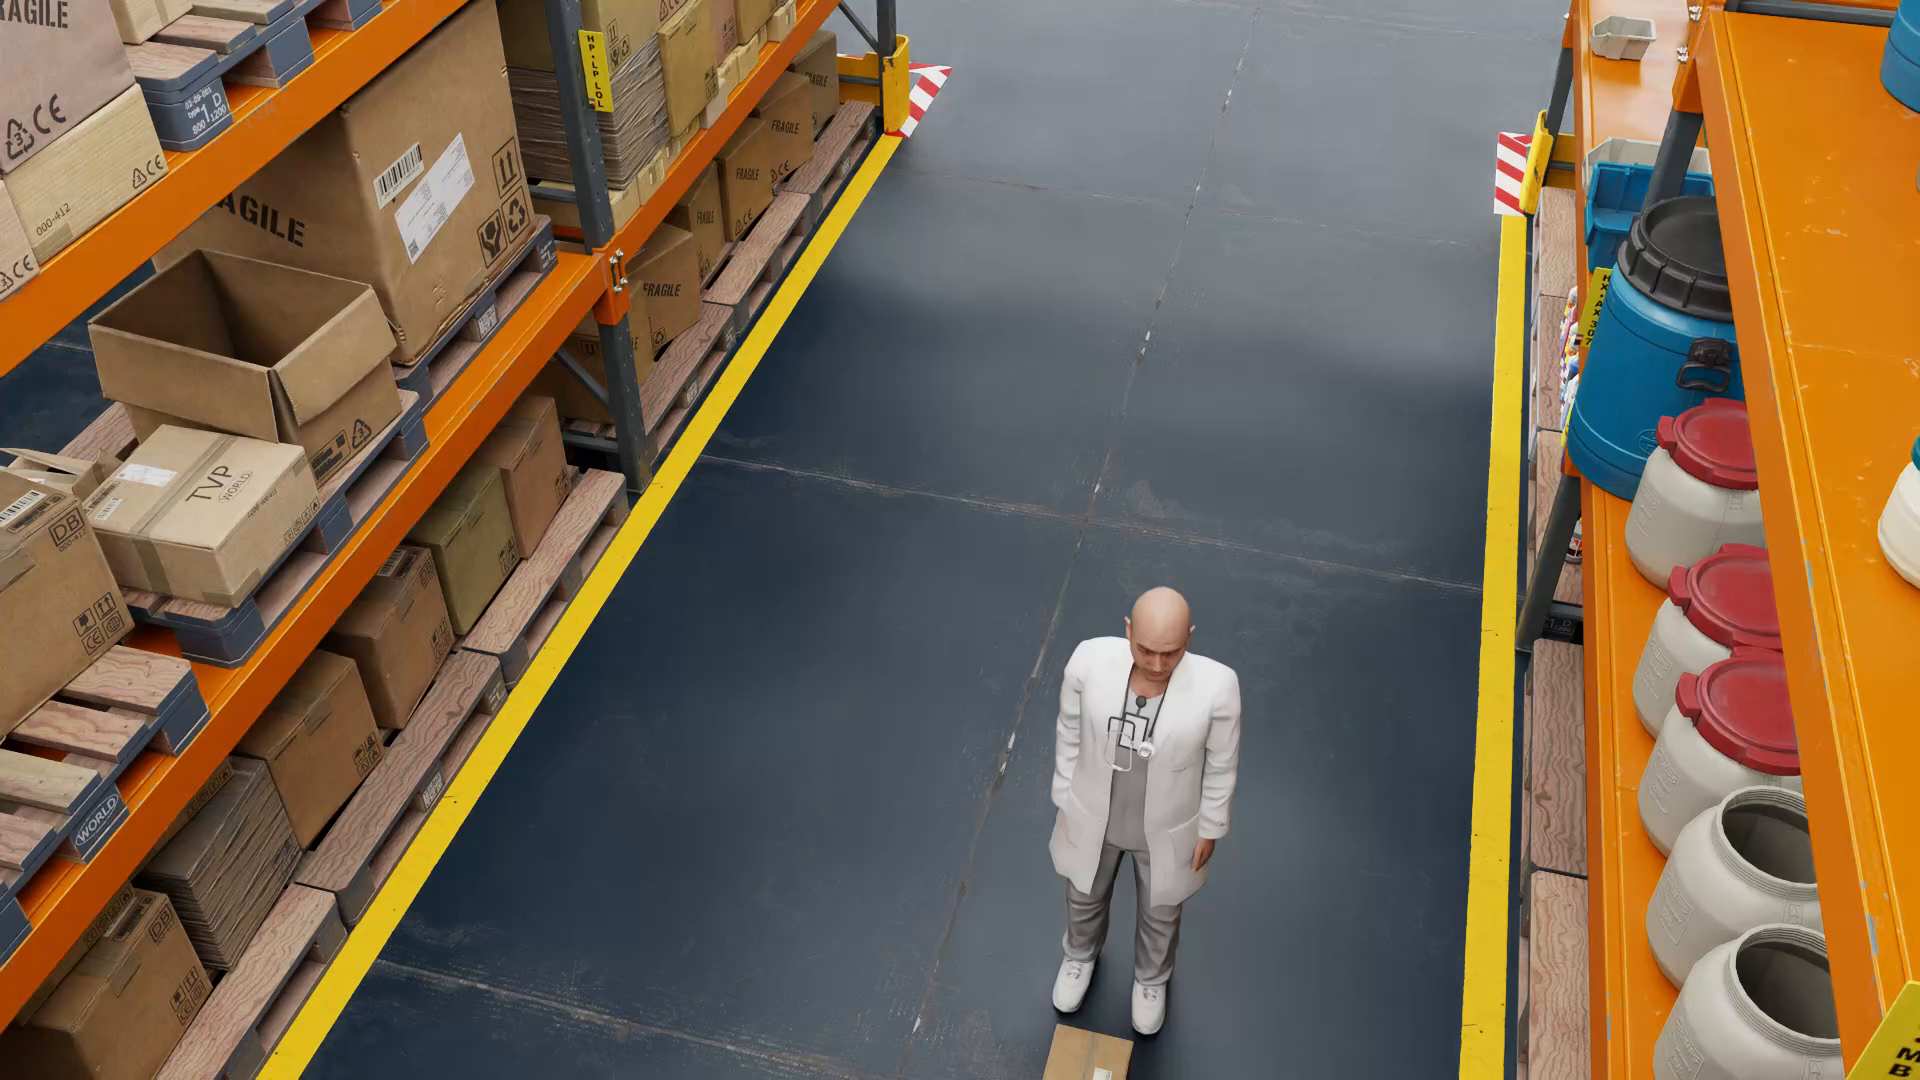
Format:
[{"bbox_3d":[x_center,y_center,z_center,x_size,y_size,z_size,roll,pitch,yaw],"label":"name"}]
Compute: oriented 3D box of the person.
[{"bbox_3d":[0.552,0.859,5.164,0.564,1.776,0.386,11,42,12],"label":"person"}]
